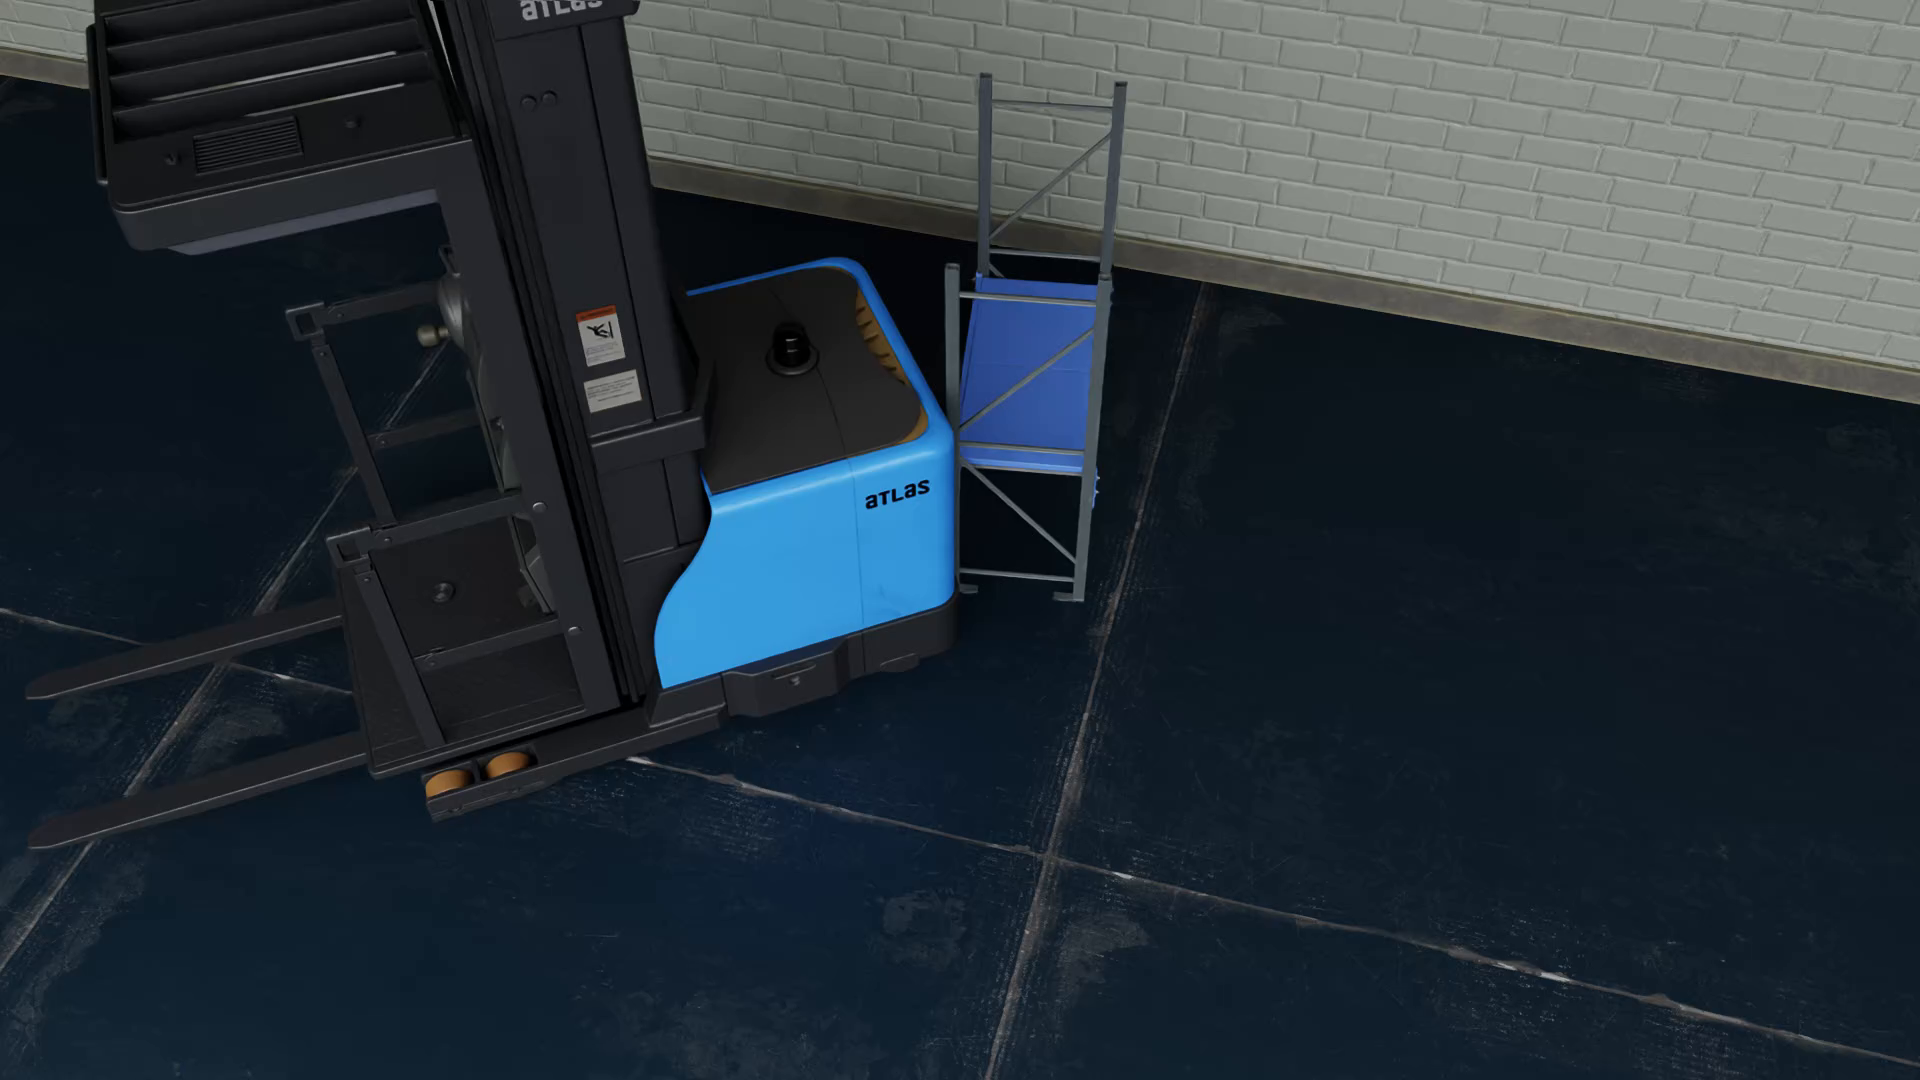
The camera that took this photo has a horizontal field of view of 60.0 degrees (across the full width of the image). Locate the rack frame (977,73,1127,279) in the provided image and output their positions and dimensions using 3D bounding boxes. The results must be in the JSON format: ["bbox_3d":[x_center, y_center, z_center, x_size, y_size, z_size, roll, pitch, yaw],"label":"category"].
[{"bbox_3d":[0.315,-1.060,6.185,0.500,1.500,0.032,5,49,4],"label":"rack frame"}]

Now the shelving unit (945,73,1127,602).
[{"bbox_3d":[0.260,-0.681,5.851,0.538,1.500,1.048,5,49,4],"label":"shelving unit"}]

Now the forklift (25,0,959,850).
[{"bbox_3d":[-1.574,-0.514,4.749,3.031,2.935,1.130,-16,51,-14],"label":"forklift"}]

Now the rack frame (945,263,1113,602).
[{"bbox_3d":[0.204,-0.302,5.516,0.500,1.500,0.032,5,49,4],"label":"rack frame"}]

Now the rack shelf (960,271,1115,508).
[{"bbox_3d":[0.260,-0.562,5.986,0.538,0.185,1.000,5,49,4],"label":"rack shelf"}]
